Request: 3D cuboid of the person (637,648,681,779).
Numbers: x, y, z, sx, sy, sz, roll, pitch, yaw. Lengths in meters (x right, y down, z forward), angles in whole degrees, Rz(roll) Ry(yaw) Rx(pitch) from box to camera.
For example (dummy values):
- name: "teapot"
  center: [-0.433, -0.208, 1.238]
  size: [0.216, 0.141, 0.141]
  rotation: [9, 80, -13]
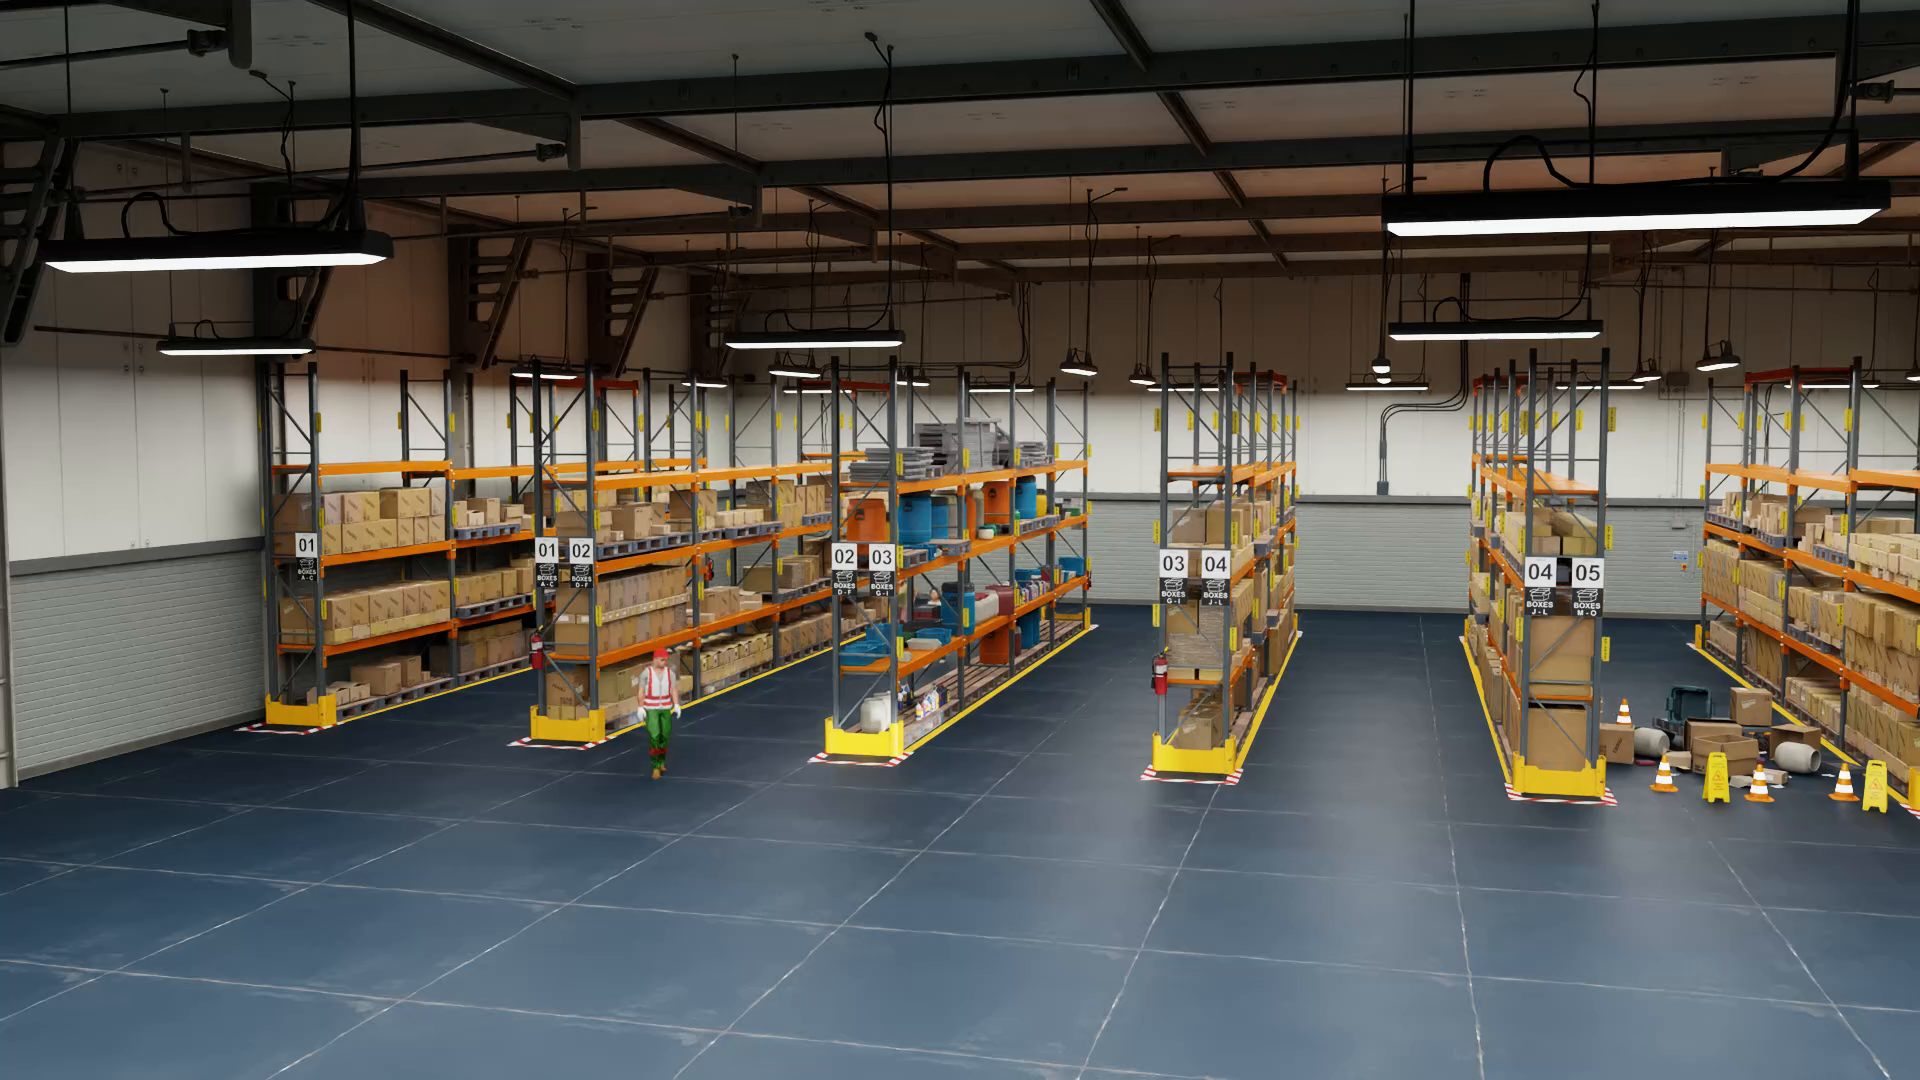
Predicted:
- name: "person"
  center: [-4.267, 2.464, 23.687]
  size: [0.566, 1.837, 0.586]
  rotation: [-2, 5, -29]

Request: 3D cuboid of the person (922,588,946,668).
- name: "person"
  center: [-0.526, 1.787, 34.028]
  size: [0.507, 1.602, 1.064]
  rotation: [1, 4, 17]

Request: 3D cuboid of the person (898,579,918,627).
- name: "person"
  center: [-1.273, 1.529, 38.198]
  size: [0.581, 1.581, 0.691]
  rotation: [2, 4, 24]

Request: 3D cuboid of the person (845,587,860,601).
- name: "person"
  center: [-2.930, 0.984, 44.861]
  size: [0.543, 1.703, 0.750]
  rotation: [-3, 5, -37]
